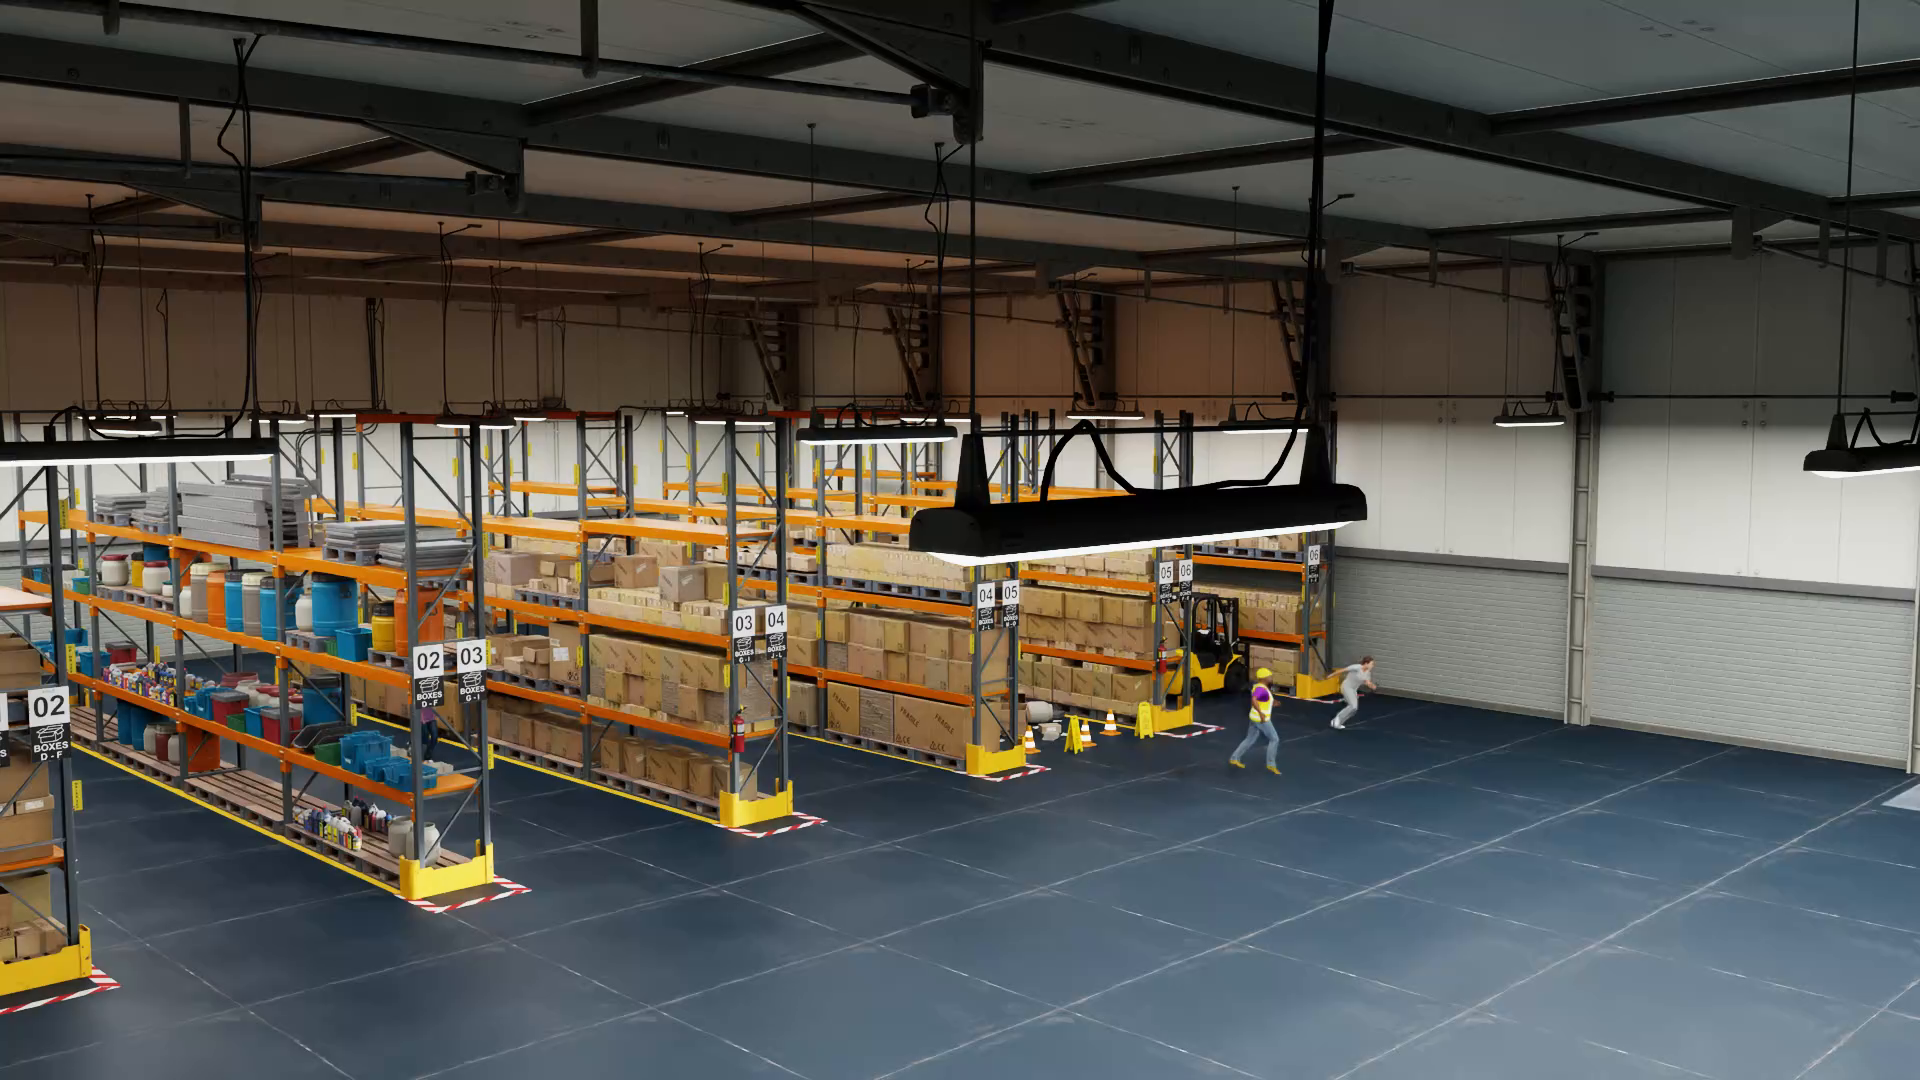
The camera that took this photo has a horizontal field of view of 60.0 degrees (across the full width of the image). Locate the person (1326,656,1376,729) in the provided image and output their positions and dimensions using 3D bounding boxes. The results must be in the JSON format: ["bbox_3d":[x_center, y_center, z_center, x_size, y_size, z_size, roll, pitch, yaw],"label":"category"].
[{"bbox_3d":[7.447,2.879,31.403,0.584,1.444,0.903,-4,6,-40],"label":"person"}]

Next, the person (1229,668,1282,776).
[{"bbox_3d":[4.965,3.044,27.755,0.884,1.815,0.743,0,5,-5],"label":"person"}]

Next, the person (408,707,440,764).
[{"bbox_3d":[-9.213,3.093,28.552,0.662,1.552,0.516,4,6,39],"label":"person"}]
